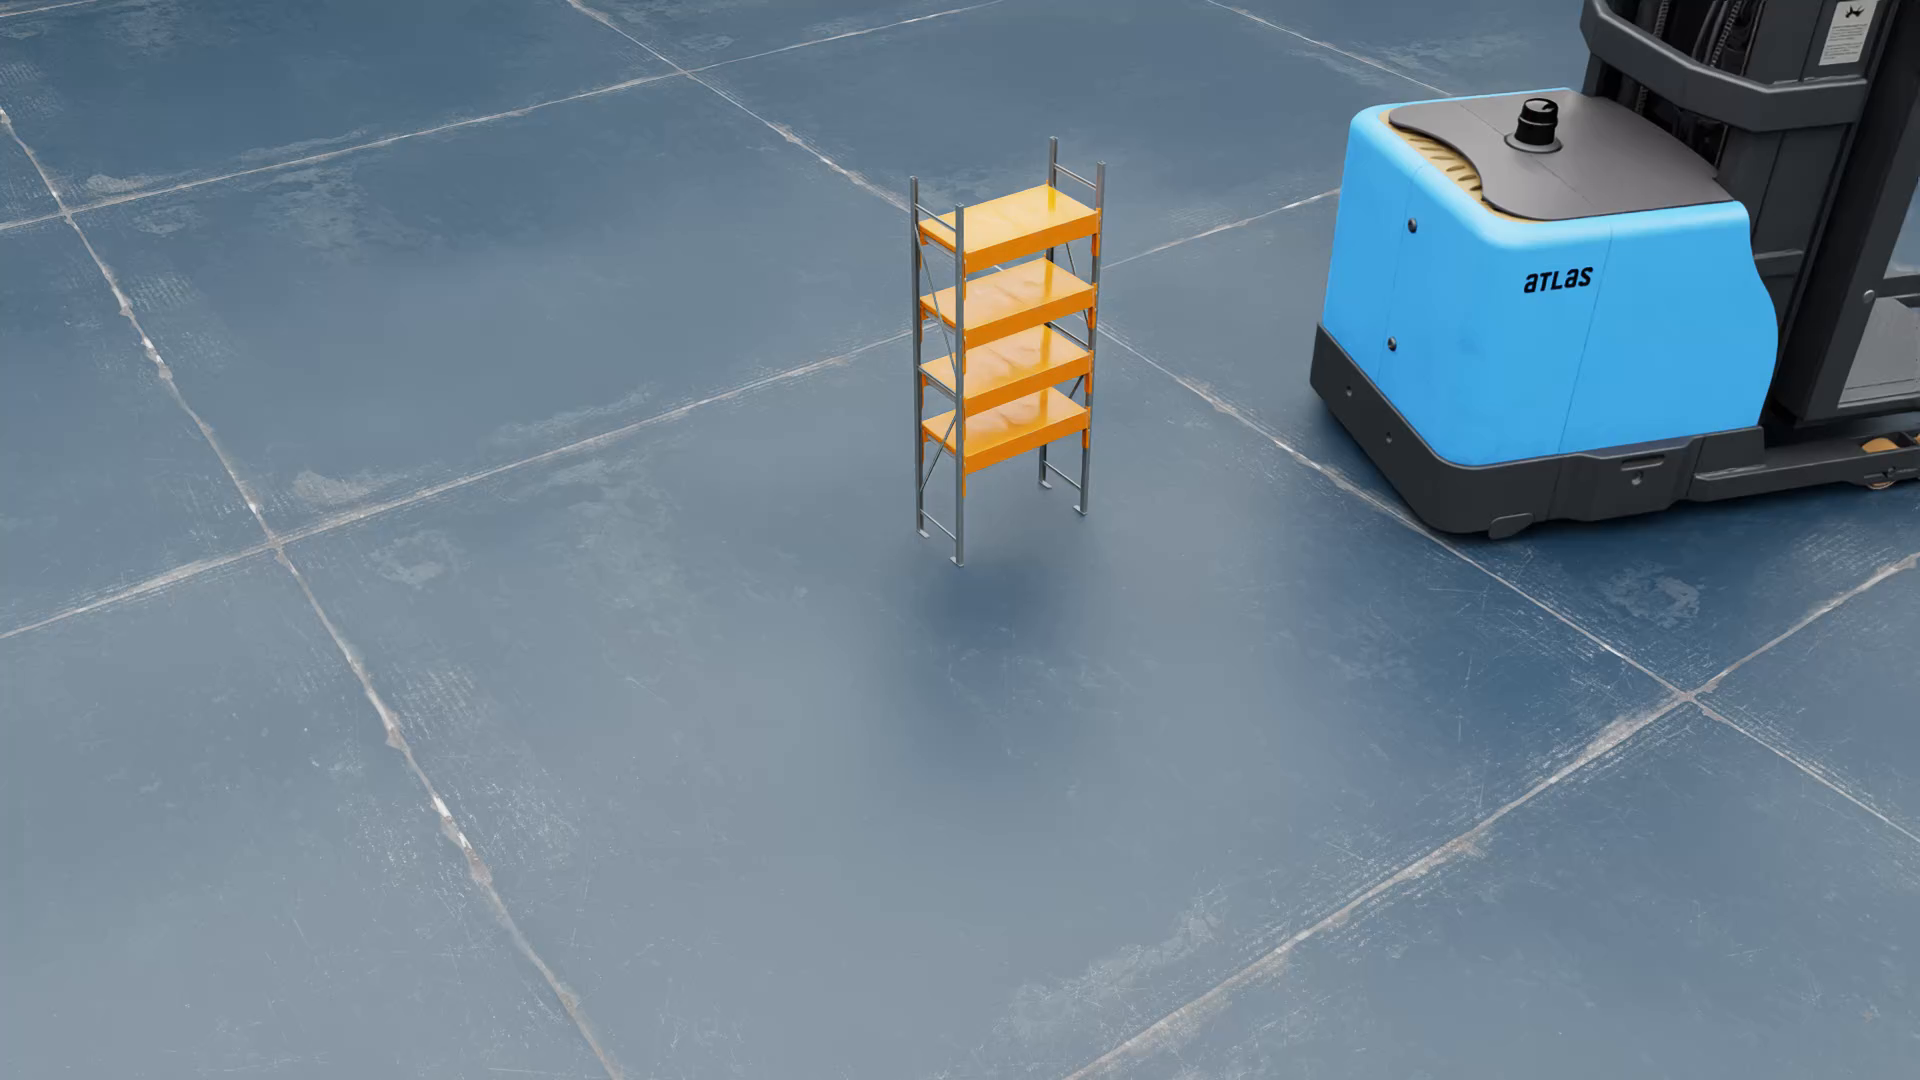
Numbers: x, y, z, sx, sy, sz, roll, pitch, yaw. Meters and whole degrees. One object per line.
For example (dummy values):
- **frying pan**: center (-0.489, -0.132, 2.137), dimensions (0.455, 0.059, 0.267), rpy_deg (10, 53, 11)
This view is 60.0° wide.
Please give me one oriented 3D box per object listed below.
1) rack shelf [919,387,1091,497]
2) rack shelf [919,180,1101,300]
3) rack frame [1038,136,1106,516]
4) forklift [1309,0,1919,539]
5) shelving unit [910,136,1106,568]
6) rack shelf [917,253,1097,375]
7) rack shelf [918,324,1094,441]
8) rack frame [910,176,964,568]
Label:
- **rack shelf**: center (0.135, -0.327, 5.132), dimensions (0.480, 0.148, 0.258), rpy_deg (-22, 41, -28)
- **rack shelf**: center (0.135, -0.862, 4.748), dimensions (0.480, 0.148, 0.258), rpy_deg (-22, 41, -28)
- **rack frame**: center (0.335, -0.625, 5.091), dimensions (0.015, 1.200, 0.240), rpy_deg (-22, 41, -28)
- **forklift**: center (2.815, -1.648, 5.031), dimensions (3.031, 2.935, 1.130), rpy_deg (-8, 37, -11)
- **shelving unit**: center (0.135, -0.543, 4.977), dimensions (0.503, 1.200, 0.258), rpy_deg (-22, 41, -28)
- **rack shelf**: center (0.135, -0.670, 4.886), dimensions (0.480, 0.148, 0.258), rpy_deg (-22, 41, -28)
- **rack shelf**: center (0.135, -0.488, 5.016), dimensions (0.480, 0.148, 0.258), rpy_deg (-22, 41, -28)
- **rack frame**: center (-0.064, -0.461, 4.863), dimensions (0.015, 1.200, 0.240), rpy_deg (-22, 41, -28)
